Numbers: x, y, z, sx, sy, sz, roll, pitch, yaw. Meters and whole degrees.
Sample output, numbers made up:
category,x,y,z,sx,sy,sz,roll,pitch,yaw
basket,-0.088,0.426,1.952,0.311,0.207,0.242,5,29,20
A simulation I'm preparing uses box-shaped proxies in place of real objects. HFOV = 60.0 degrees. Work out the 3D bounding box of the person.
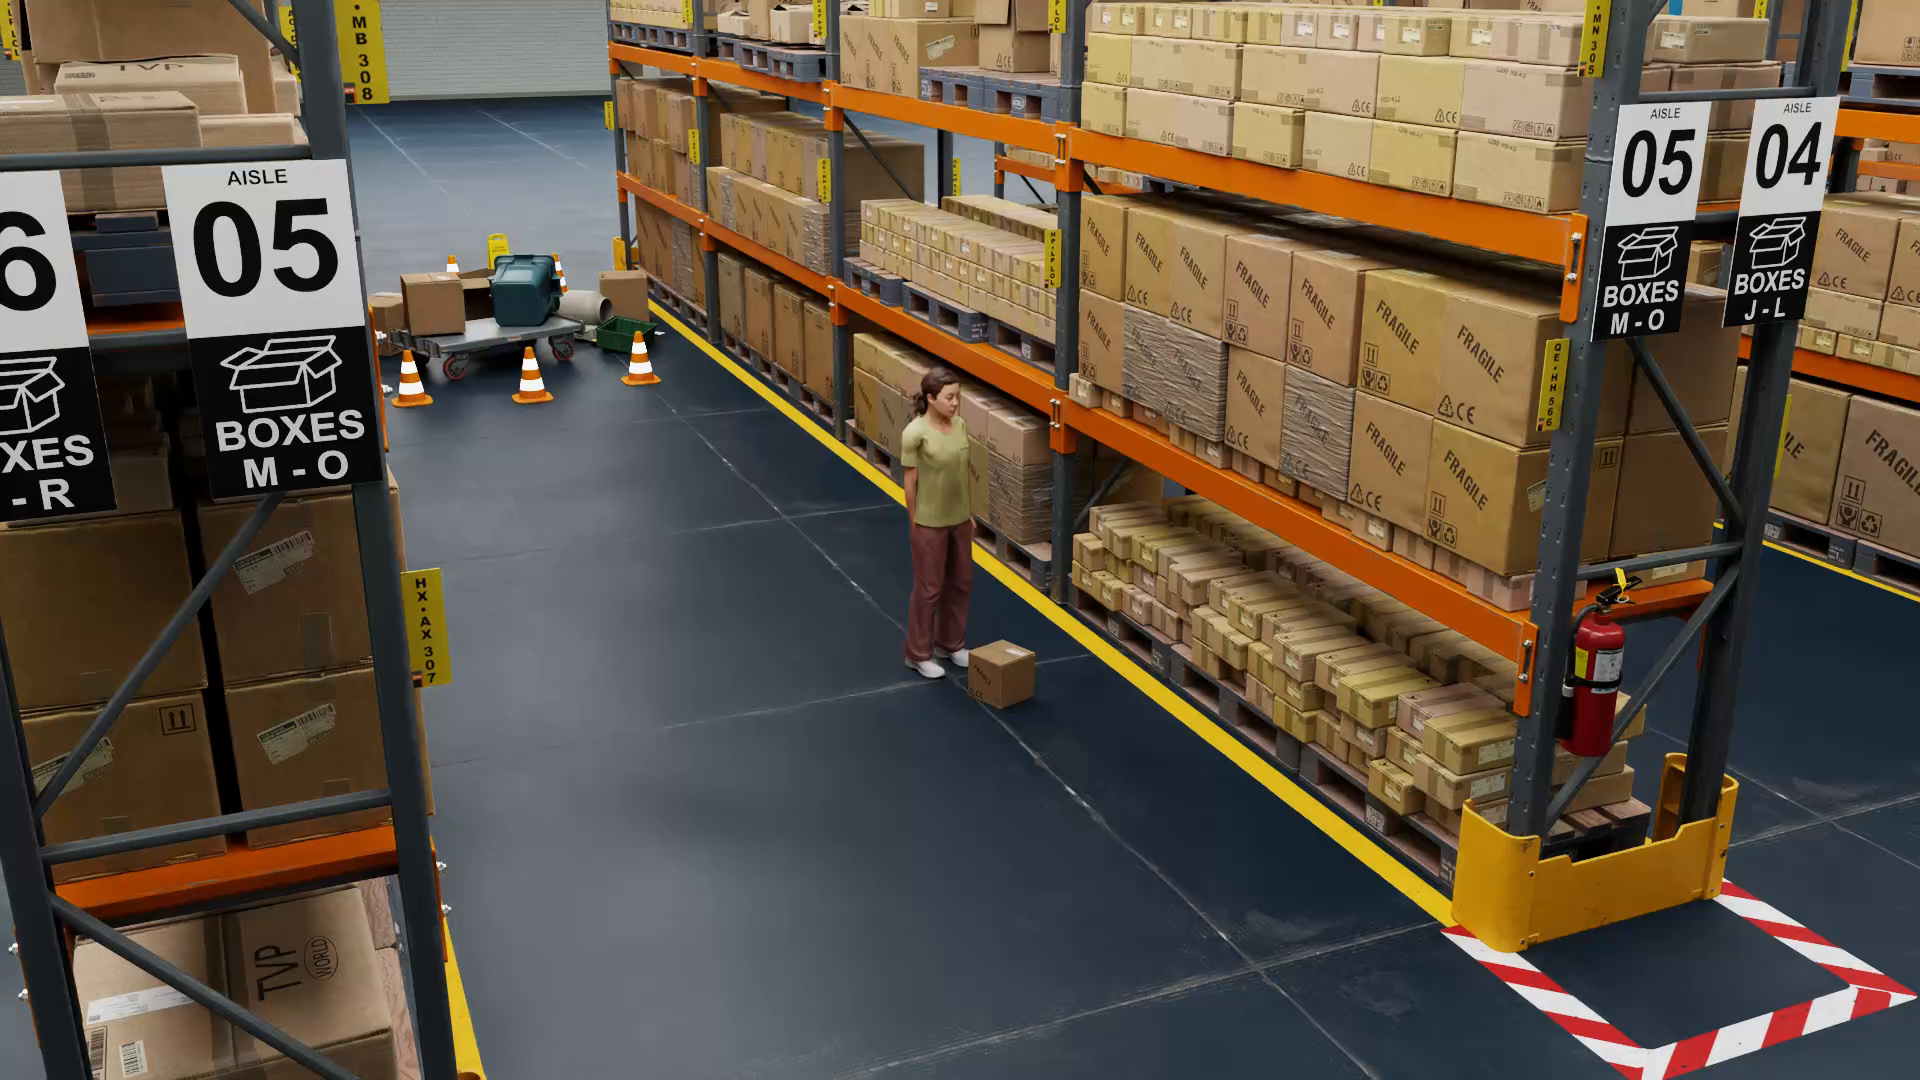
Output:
category,x,y,z,sx,sy,sz,roll,pitch,yaw
person,-0.100,0.020,8.921,0.443,1.412,0.339,-16,24,-38
